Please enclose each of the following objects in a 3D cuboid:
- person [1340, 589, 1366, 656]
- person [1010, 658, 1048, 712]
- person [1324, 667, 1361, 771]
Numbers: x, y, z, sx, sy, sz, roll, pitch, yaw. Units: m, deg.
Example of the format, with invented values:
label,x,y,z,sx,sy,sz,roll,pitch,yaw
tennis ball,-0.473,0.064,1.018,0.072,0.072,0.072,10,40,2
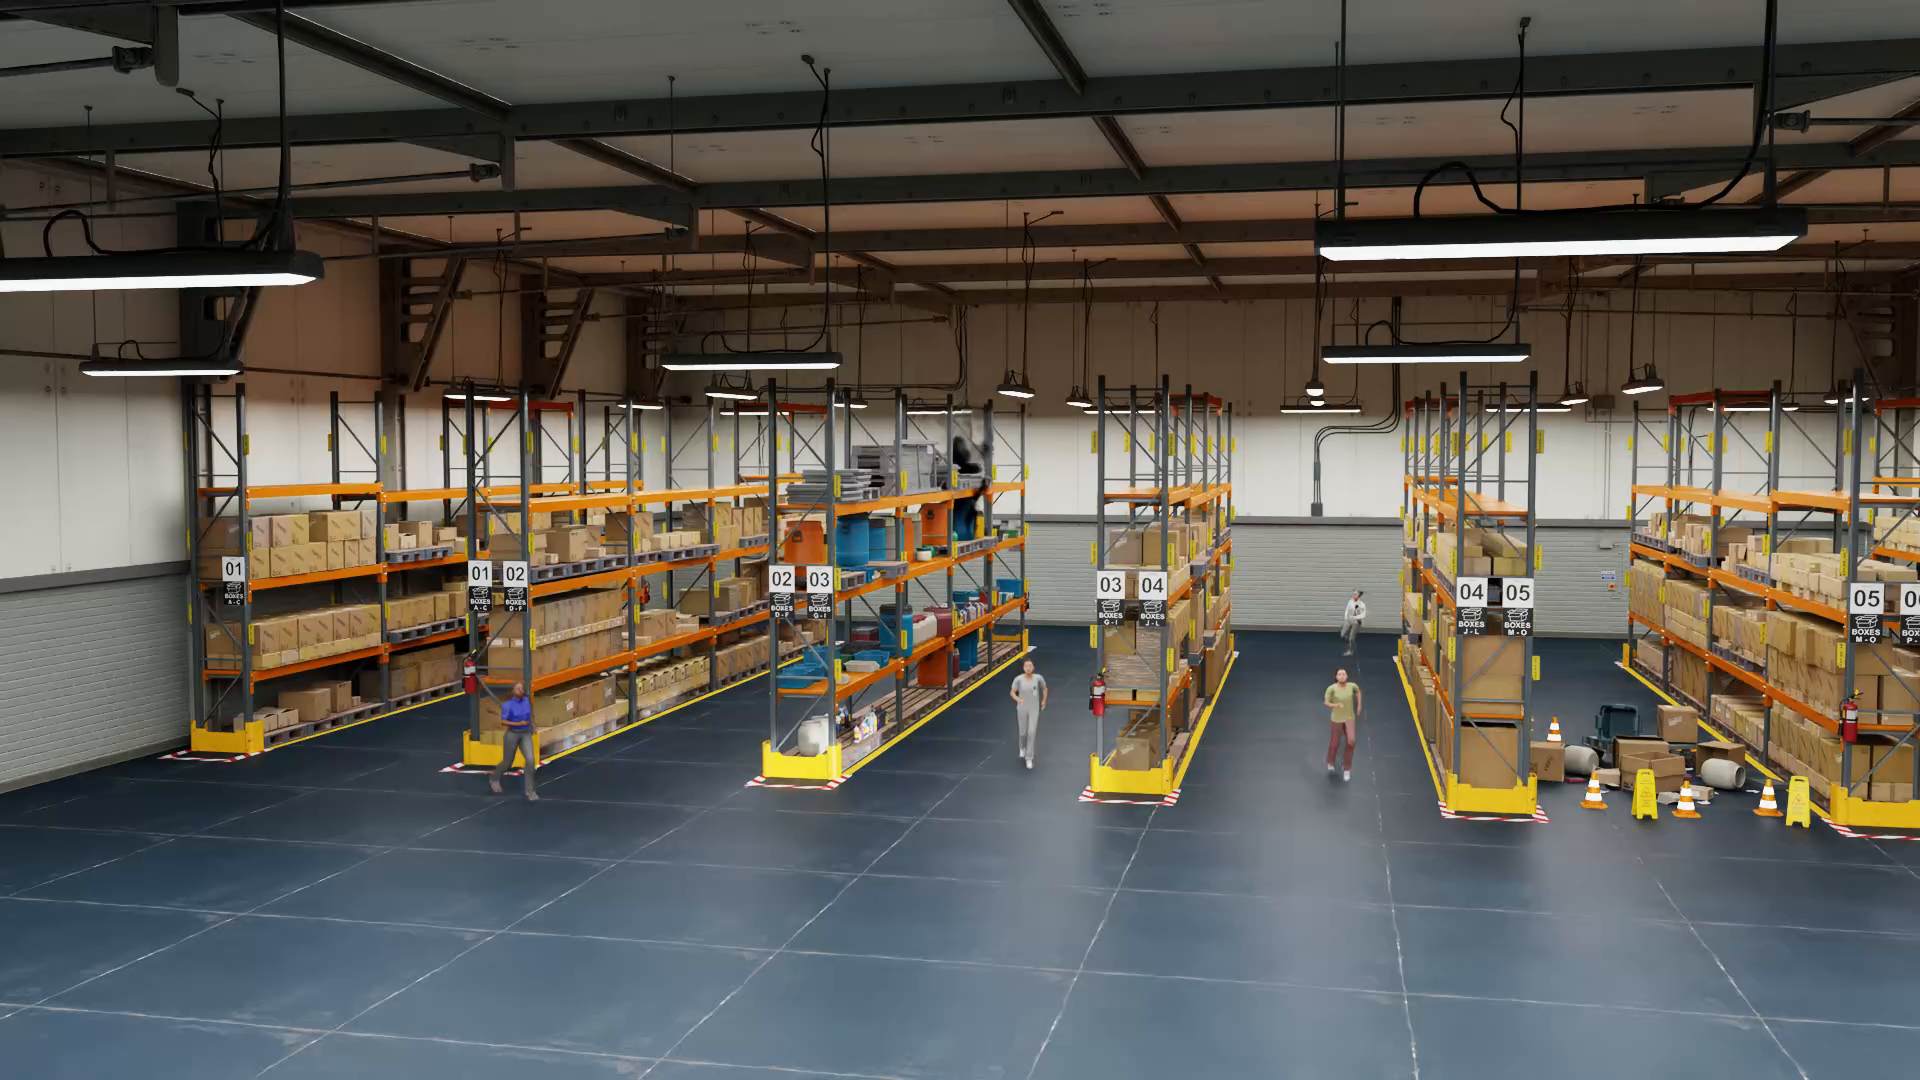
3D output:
label,x,y,z,sx,sy,sz,roll,pitch,yaw
person,9.252,1.947,39.123,0.554,1.624,0.668,-3,4,-43
person,1.081,2.263,25.961,0.589,0.826,0.457,0,3,1
person,5.746,2.660,24.988,0.581,1.536,0.835,0,3,4
